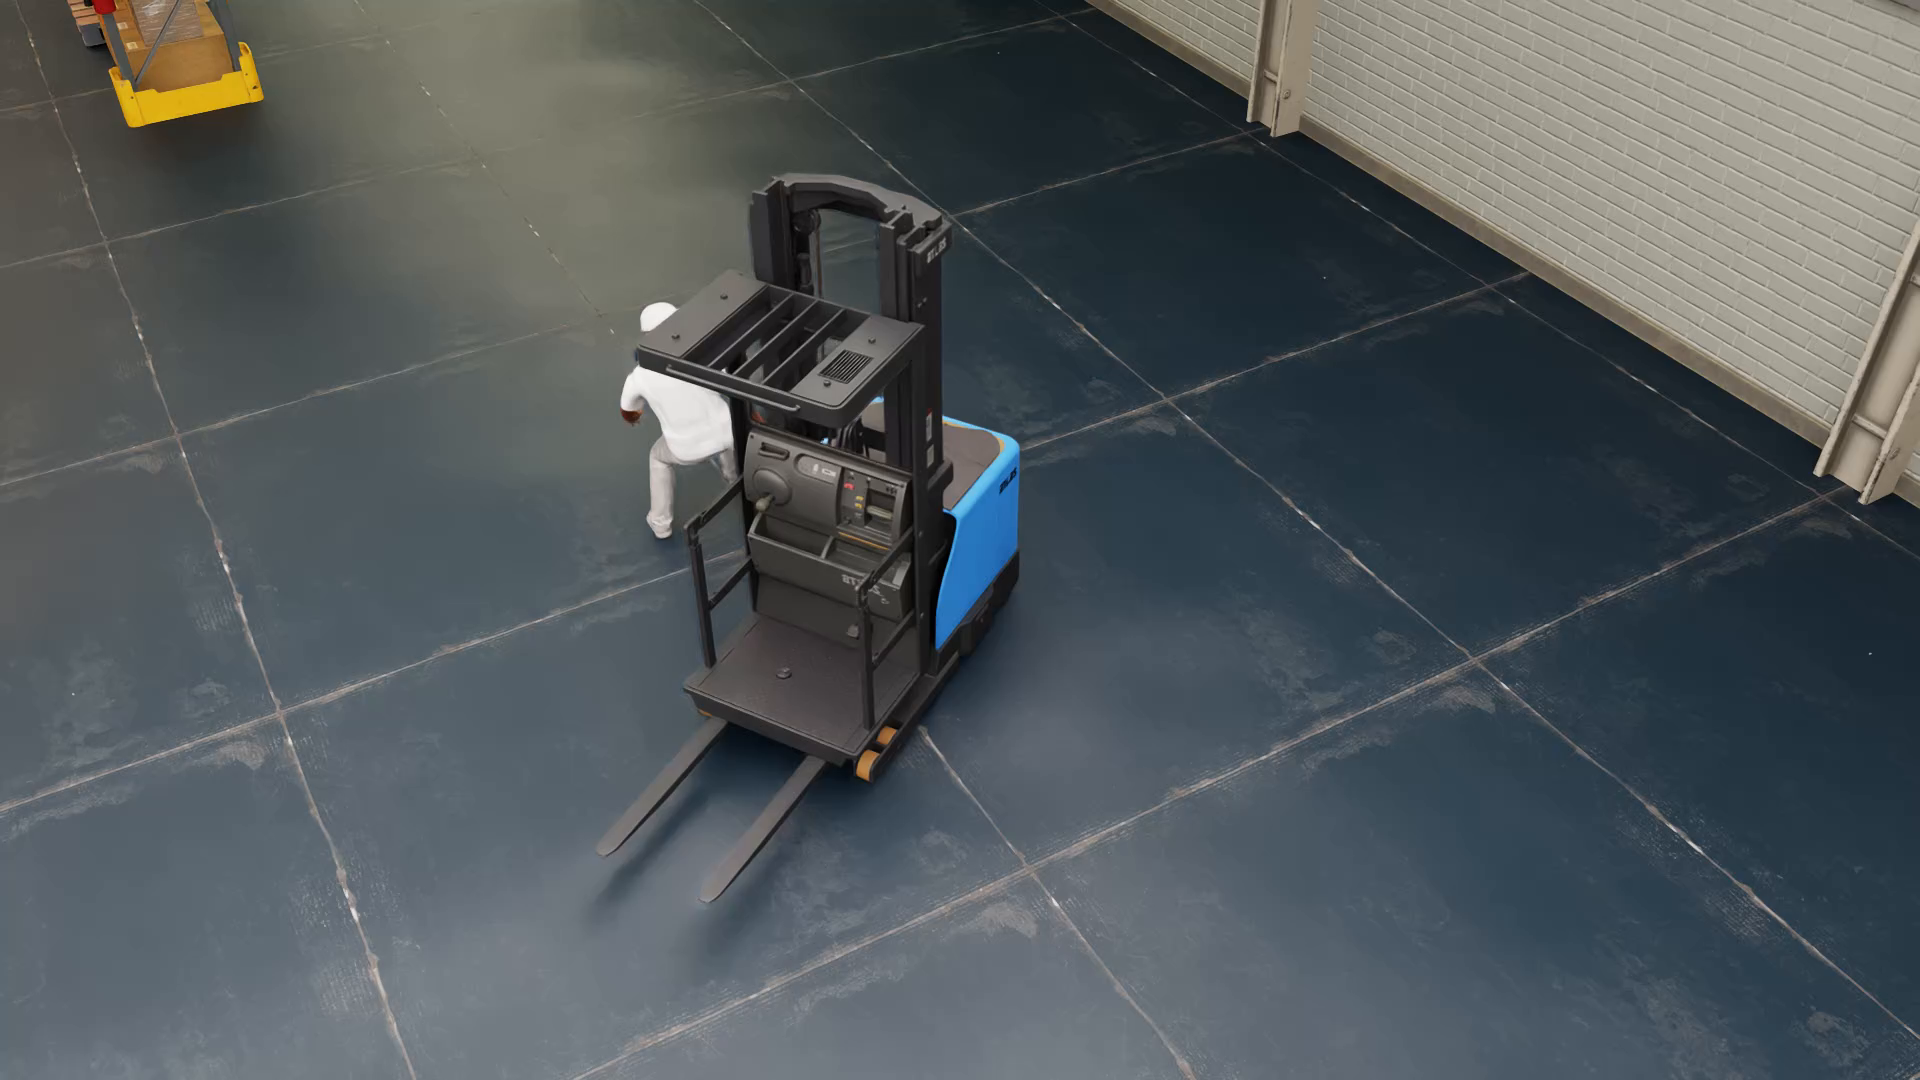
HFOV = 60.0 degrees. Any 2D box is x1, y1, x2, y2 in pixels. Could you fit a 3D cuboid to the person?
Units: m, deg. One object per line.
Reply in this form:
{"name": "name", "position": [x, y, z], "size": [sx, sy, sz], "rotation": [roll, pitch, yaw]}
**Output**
{"name": "person", "position": [-1.624, -0.762, 10.104], "size": [0.841, 1.521, 0.693], "rotation": [-9, 41, -11]}

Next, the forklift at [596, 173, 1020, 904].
{"name": "forklift", "position": [-0.783, -0.183, 8.257], "size": [1.130, 2.935, 3.031], "rotation": [19, 43, 21]}
